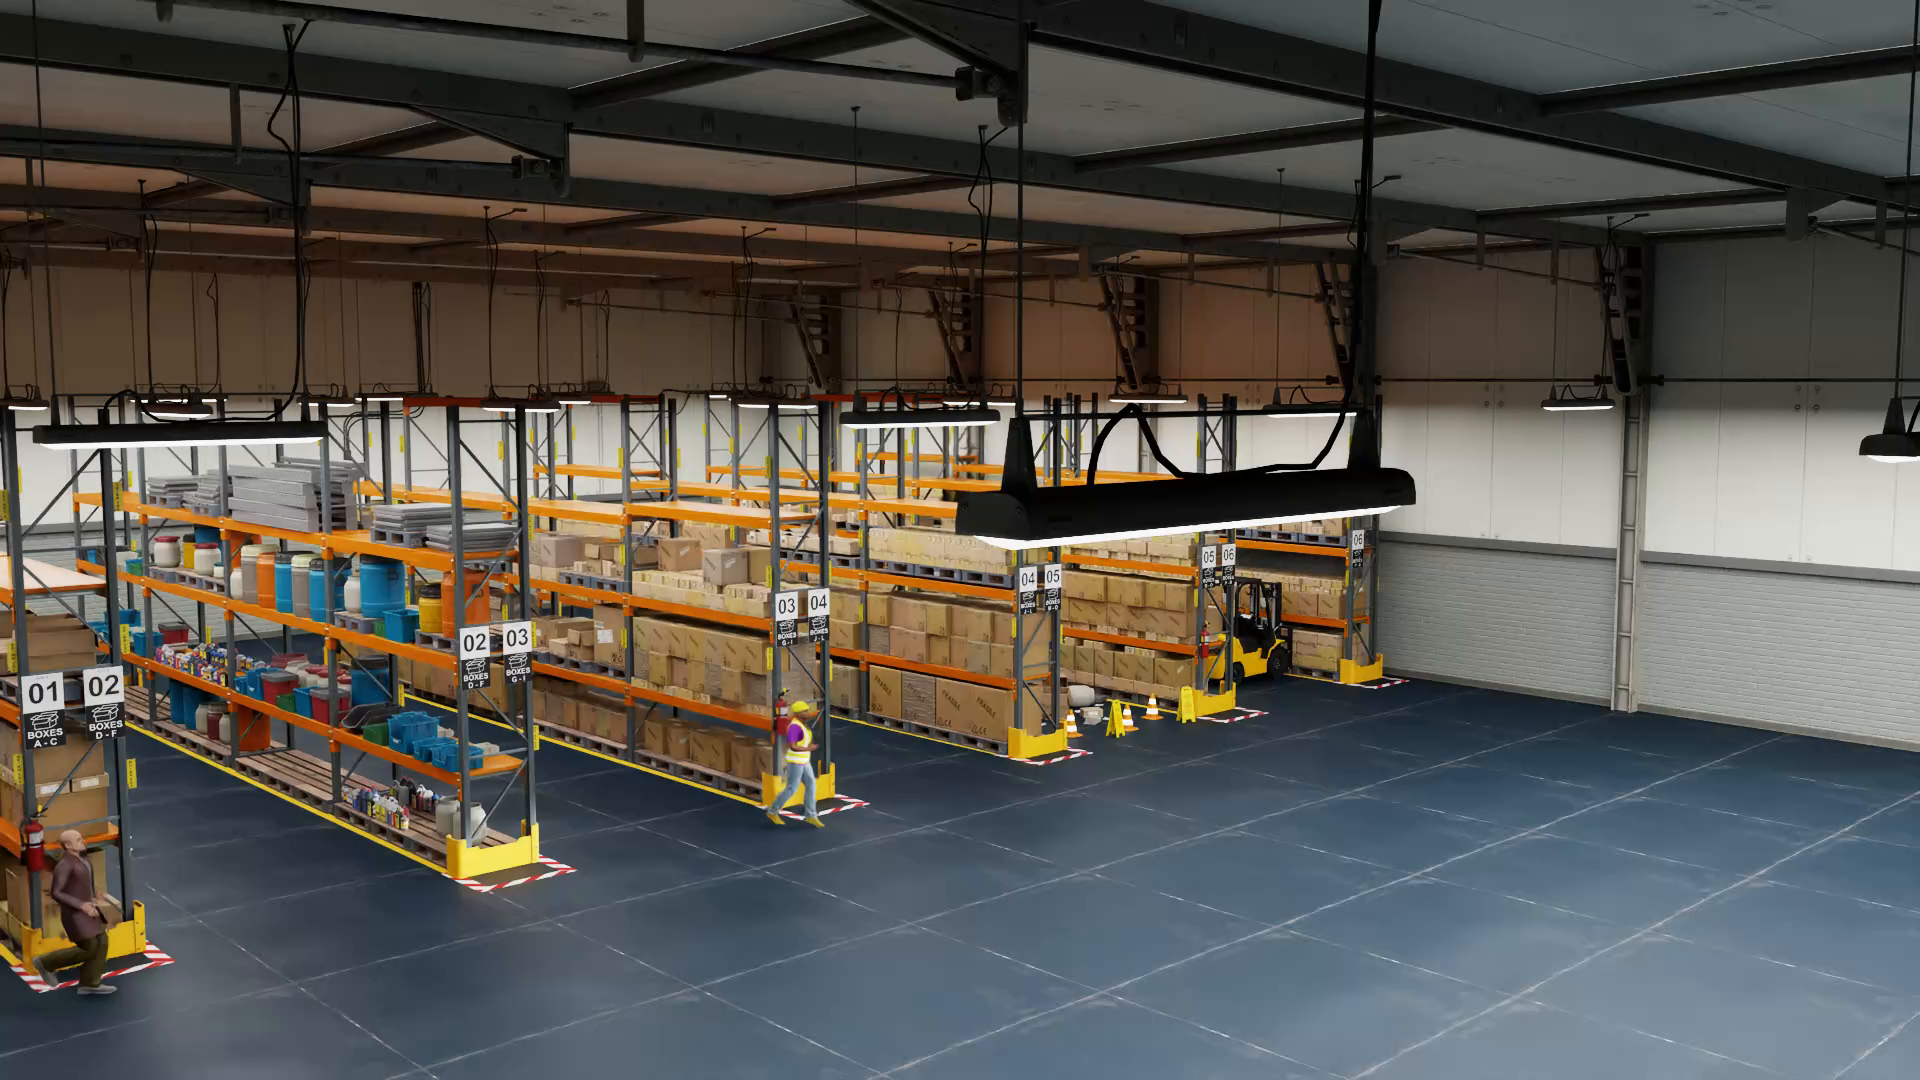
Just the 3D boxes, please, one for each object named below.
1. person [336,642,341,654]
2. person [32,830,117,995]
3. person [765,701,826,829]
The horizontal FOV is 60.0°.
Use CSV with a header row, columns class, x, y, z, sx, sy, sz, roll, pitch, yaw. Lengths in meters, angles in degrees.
class,x,y,z,sx,sy,sz,roll,pitch,yaw
person,-13.873,1.918,37.209,0.677,1.670,0.677,-4,7,-36
person,-9.092,3.826,17.052,0.749,1.742,0.712,-1,6,-13
person,-2.310,3.173,23.534,0.857,1.807,0.712,1,6,10
